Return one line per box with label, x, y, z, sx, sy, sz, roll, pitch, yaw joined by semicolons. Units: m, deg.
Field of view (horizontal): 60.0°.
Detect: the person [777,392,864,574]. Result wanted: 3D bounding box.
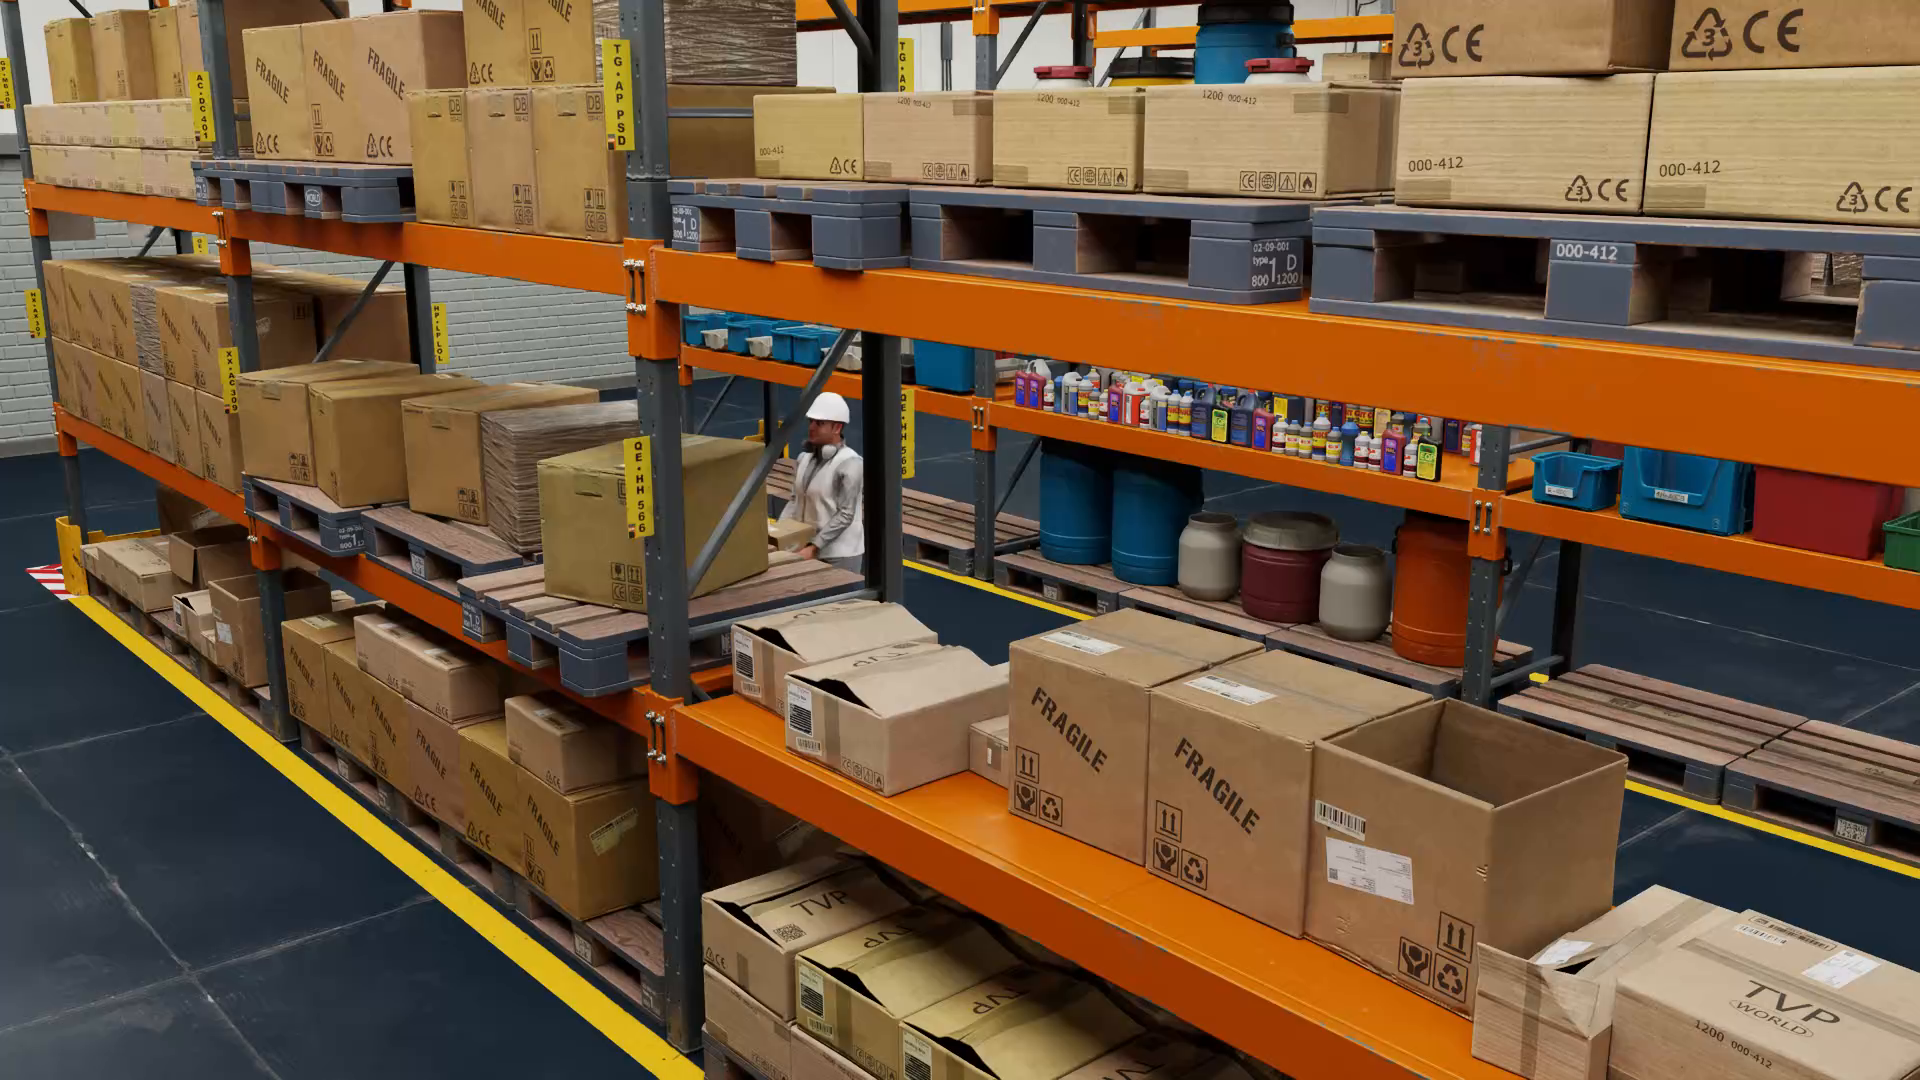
person;-0.789;0.084;9.097;0.529;1.778;0.528;-12;18;-40
